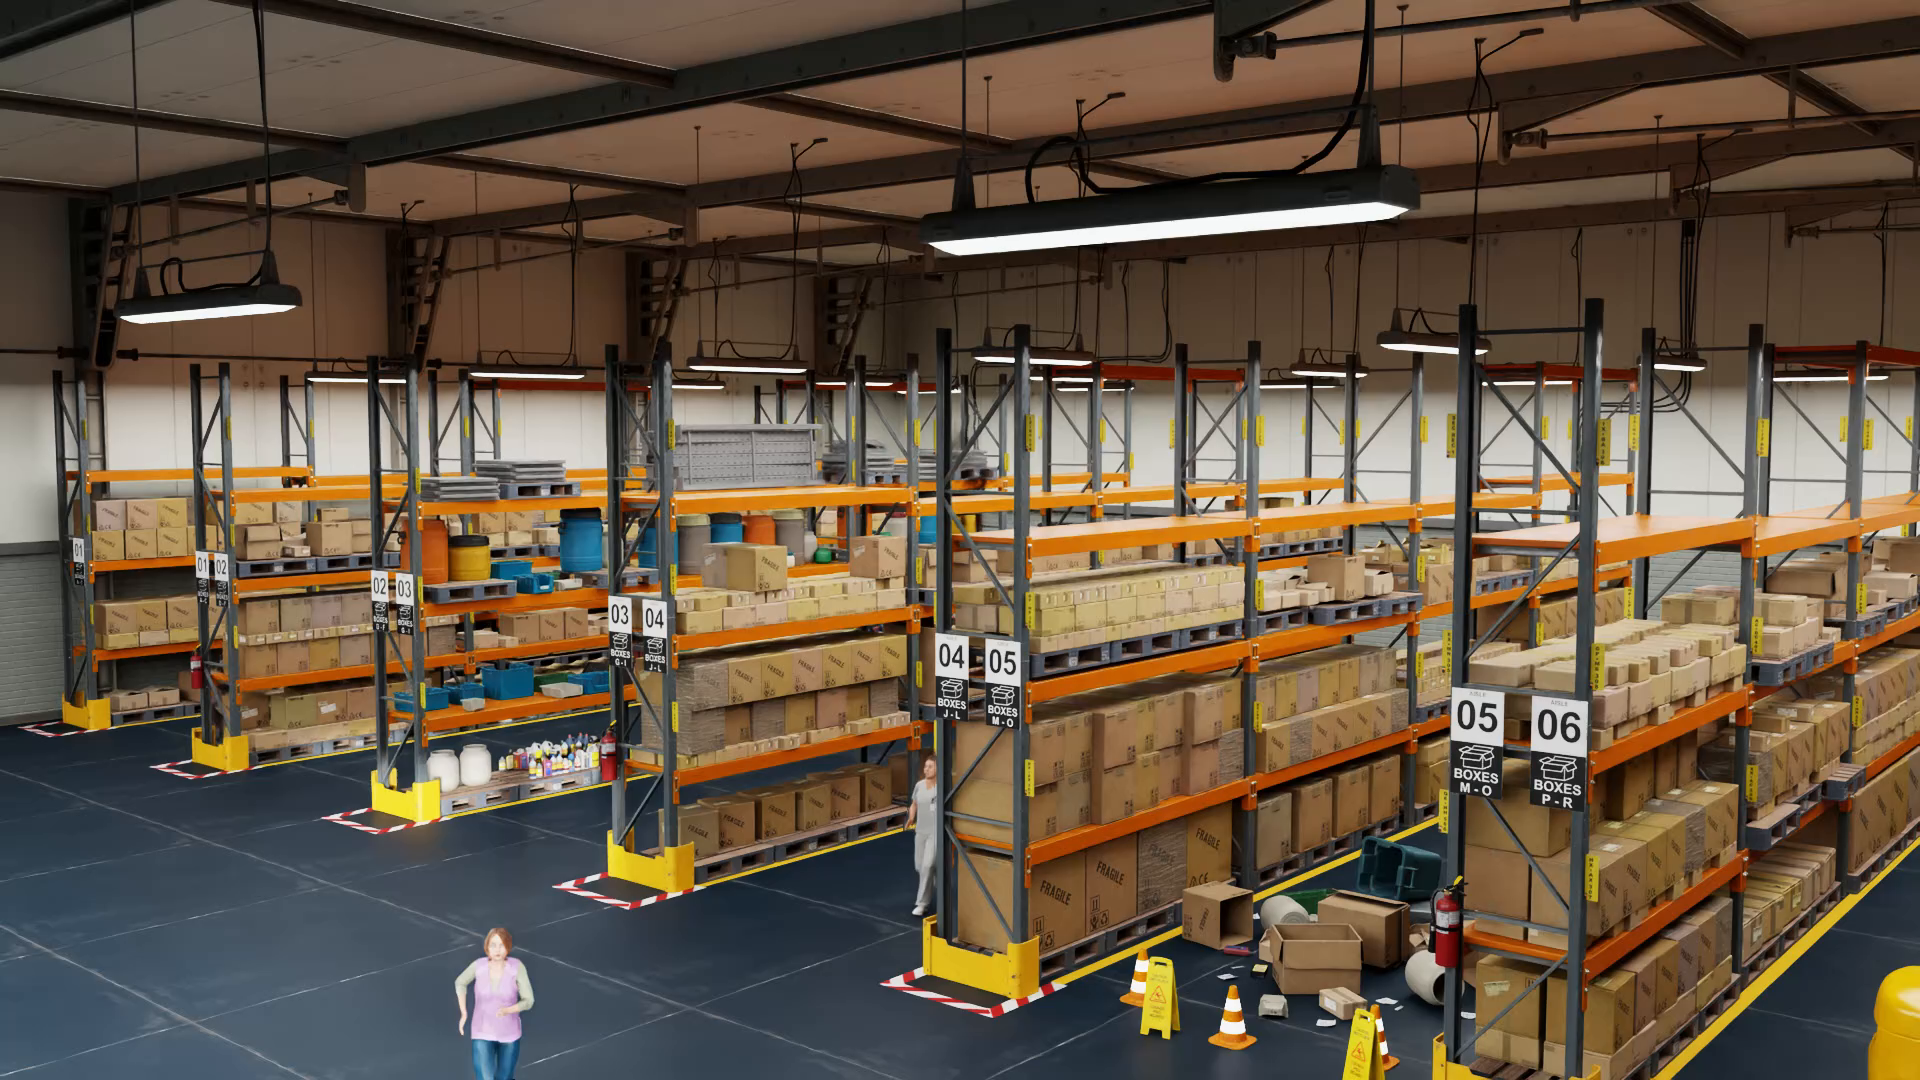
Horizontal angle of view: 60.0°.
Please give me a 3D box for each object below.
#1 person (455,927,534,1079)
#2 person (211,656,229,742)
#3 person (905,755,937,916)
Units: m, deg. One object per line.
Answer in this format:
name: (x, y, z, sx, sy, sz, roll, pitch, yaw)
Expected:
person: (-3.262, 3.519, 11.695, 0.515, 1.621, 0.663, -2, 4, -20)
person: (-11.712, 2.408, 26.581, 0.659, 1.686, 0.647, 3, 5, 34)
person: (-0.279, 3.090, 17.574, 0.581, 1.631, 0.806, 2, 5, 26)
